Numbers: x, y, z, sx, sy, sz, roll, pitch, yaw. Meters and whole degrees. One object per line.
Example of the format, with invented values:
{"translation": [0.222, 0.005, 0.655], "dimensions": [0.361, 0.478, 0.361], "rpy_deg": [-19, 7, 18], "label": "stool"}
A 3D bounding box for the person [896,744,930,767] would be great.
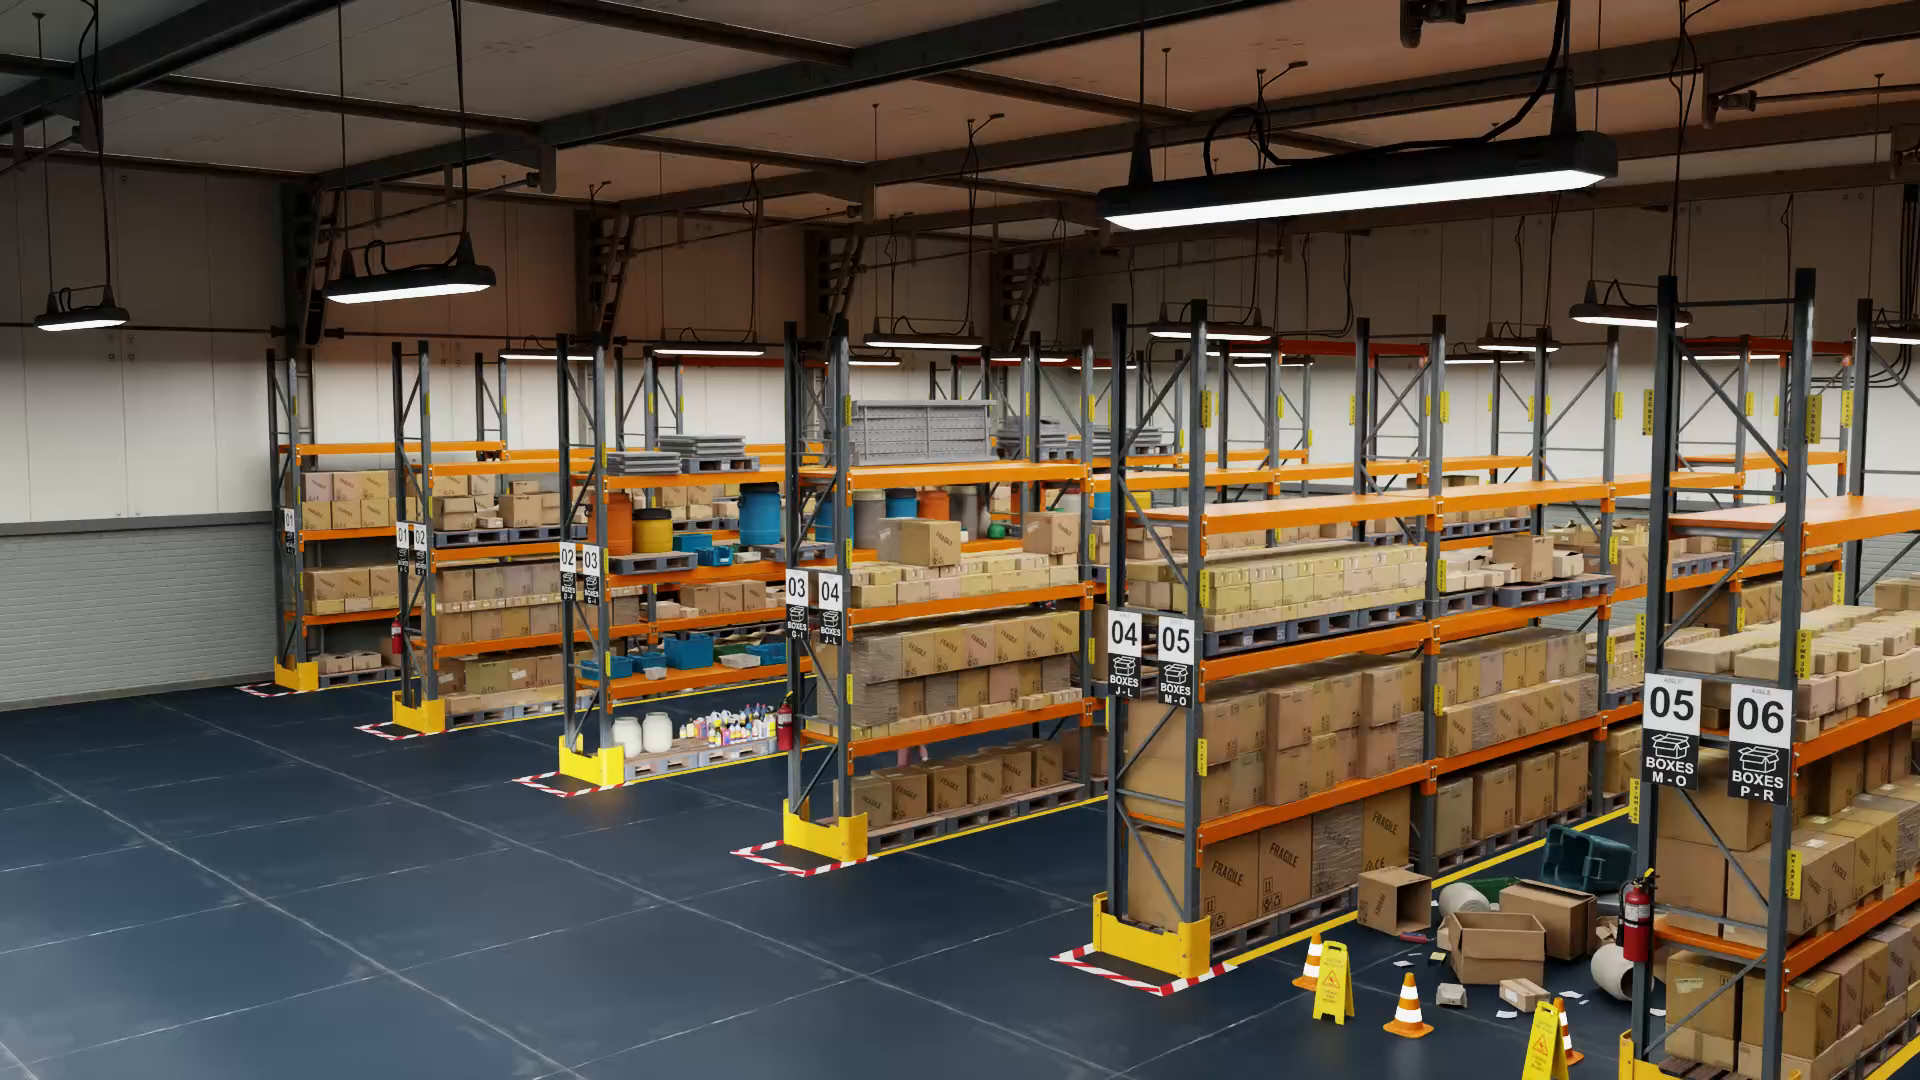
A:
{"translation": [-0.676, 2.378, 22.781], "dimensions": [0.458, 1.627, 0.540], "rpy_deg": [3, 6, 30], "label": "person"}
